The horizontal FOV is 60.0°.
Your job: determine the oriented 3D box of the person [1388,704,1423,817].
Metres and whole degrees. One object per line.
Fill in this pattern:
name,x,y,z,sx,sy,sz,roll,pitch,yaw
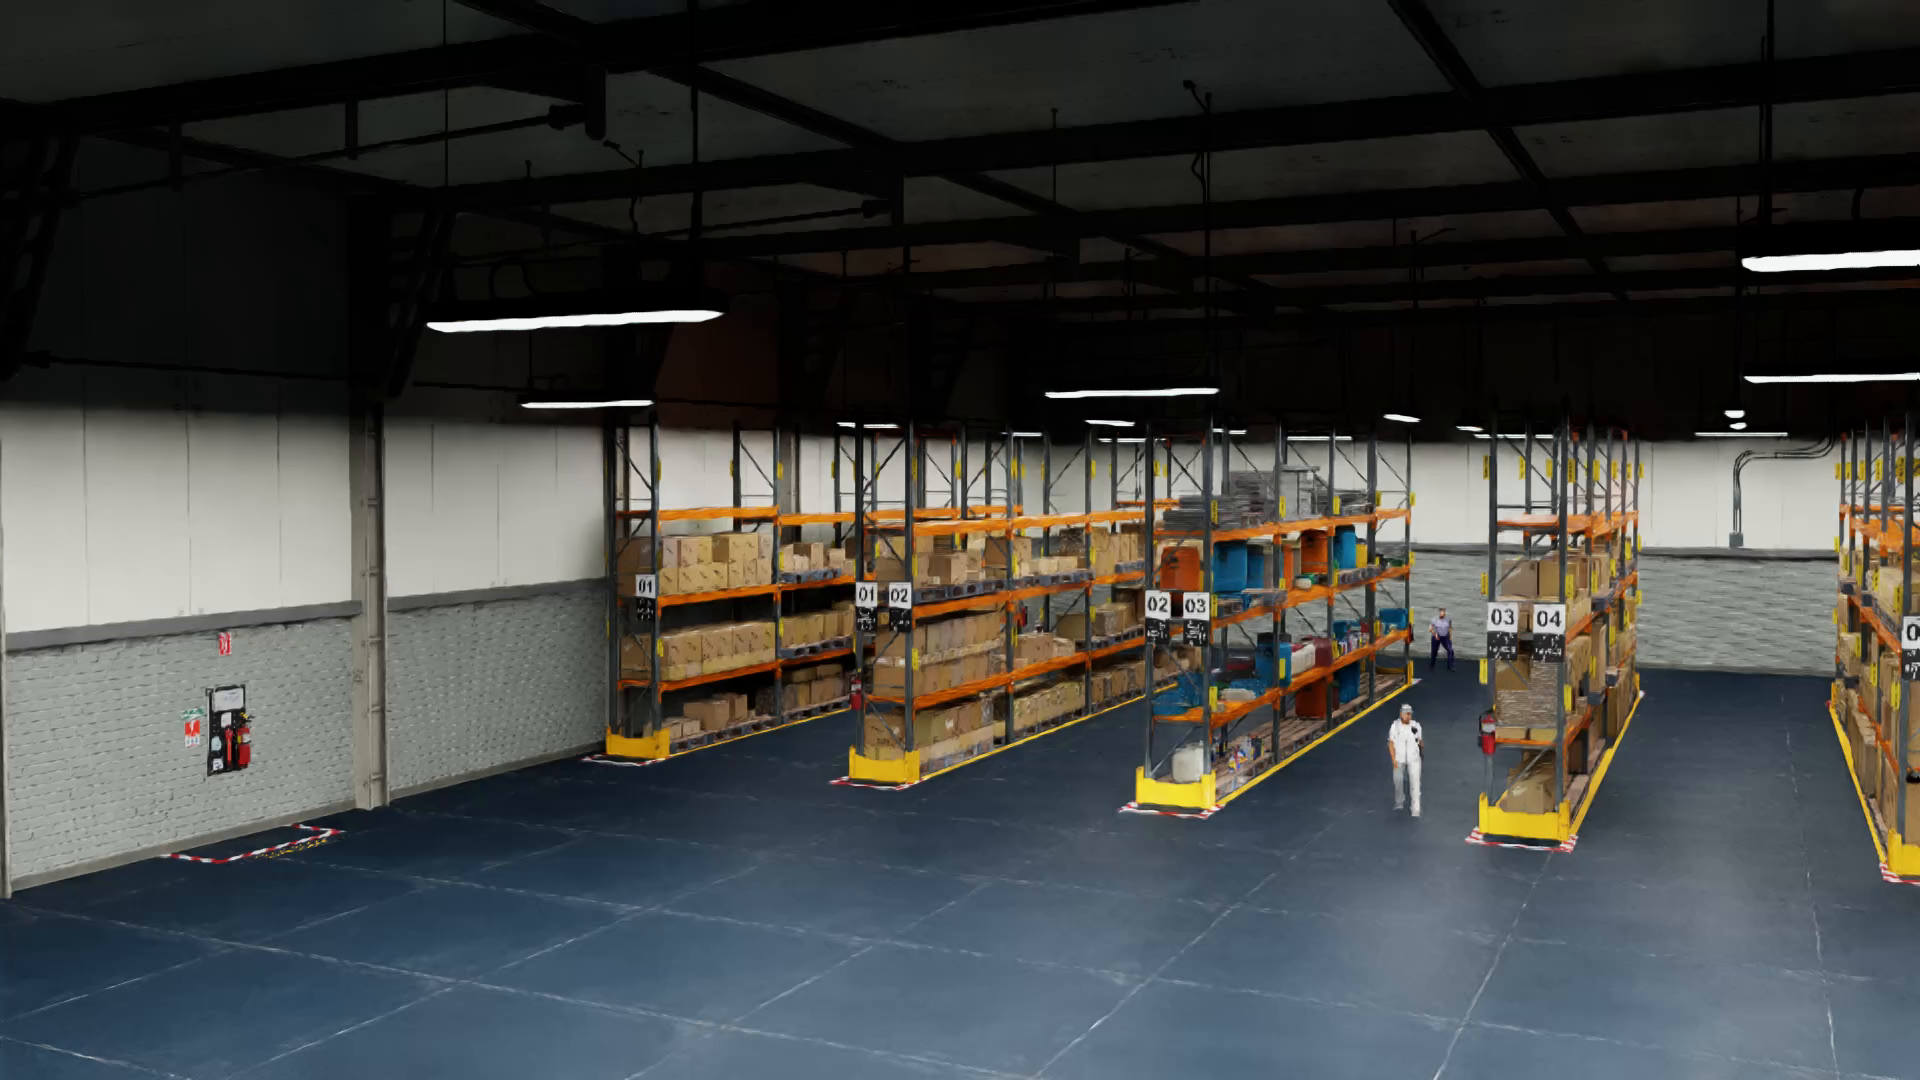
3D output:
person,6.473,3.173,24.149,0.491,1.598,1.000,1,3,17

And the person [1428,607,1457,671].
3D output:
person,12.035,2.465,41.518,0.647,1.563,0.821,0,2,8

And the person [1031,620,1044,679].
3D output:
person,1.833,2.614,37.727,0.592,1.621,0.526,1,3,23
